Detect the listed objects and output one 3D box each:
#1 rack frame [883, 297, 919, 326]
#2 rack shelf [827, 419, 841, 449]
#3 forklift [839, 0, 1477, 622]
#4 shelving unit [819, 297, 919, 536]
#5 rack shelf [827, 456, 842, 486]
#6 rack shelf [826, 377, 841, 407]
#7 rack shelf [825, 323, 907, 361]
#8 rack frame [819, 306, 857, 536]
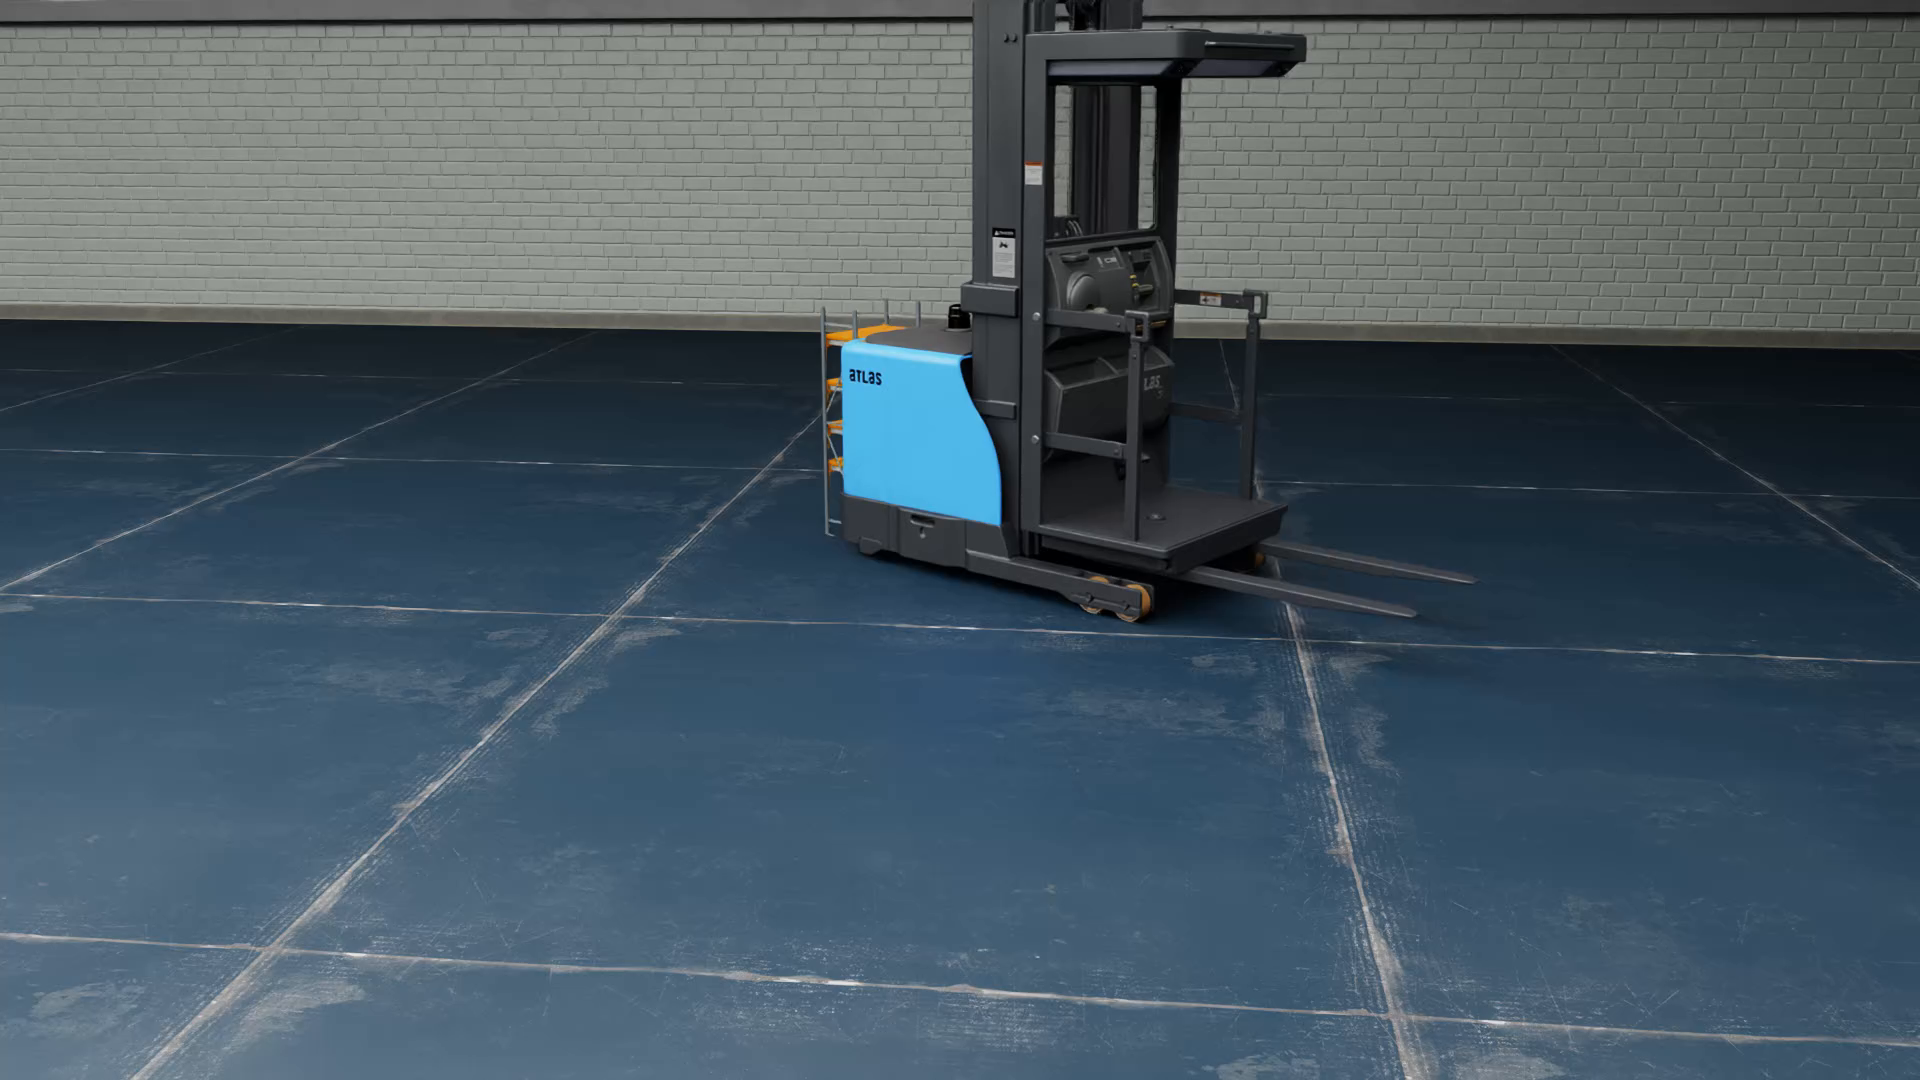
[{"bbox_3d":[-0.311,-0.688,8.910,0.240,1.200,0.015,12,19,37],"label":"rack frame"},{"bbox_3d":[-0.464,-0.574,8.744,0.258,0.148,0.480,12,19,37],"label":"rack shelf"},{"bbox_3d":[0.852,-1.211,7.524,3.031,2.935,1.130,12,19,38],"label":"forklift"},{"bbox_3d":[-0.464,-0.639,8.726,0.258,1.200,0.503,12,19,37],"label":"shelving unit"},{"bbox_3d":[-0.464,-0.382,8.796,0.258,0.148,0.480,12,19,37],"label":"rack shelf"},{"bbox_3d":[-0.464,-0.790,8.685,0.258,0.148,0.480,12,19,37],"label":"rack shelf"},{"bbox_3d":[-0.464,-1.018,8.624,0.258,0.148,0.480,12,19,37],"label":"rack shelf"},{"bbox_3d":[-0.618,-0.589,8.543,0.240,1.200,0.015,12,19,37],"label":"rack frame"}]
